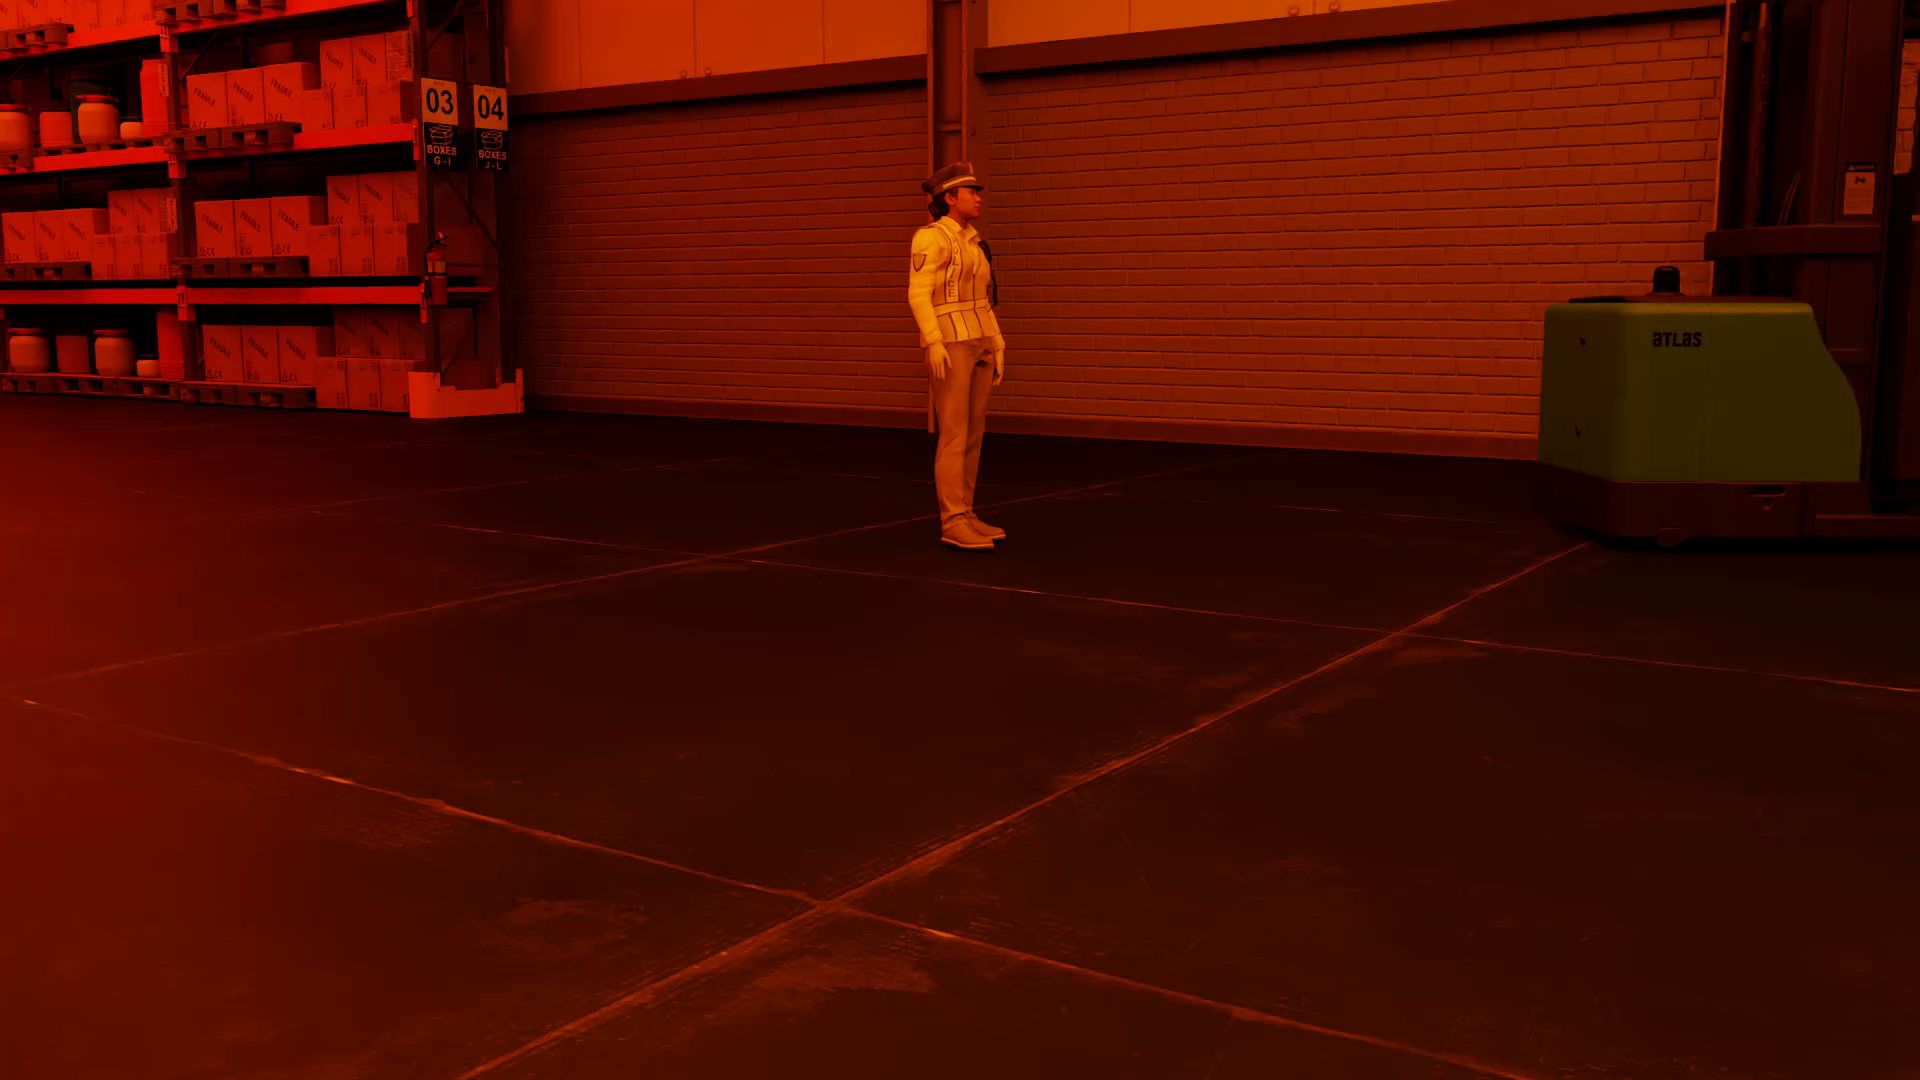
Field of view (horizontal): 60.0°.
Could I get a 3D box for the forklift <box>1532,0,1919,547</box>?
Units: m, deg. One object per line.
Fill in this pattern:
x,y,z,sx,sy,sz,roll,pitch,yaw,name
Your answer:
4.318,-1.470,7.531,3.031,2.935,1.130,0,8,-2,forklift

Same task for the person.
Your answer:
0.050,-0.839,7.435,0.530,1.694,0.575,5,10,34,person
